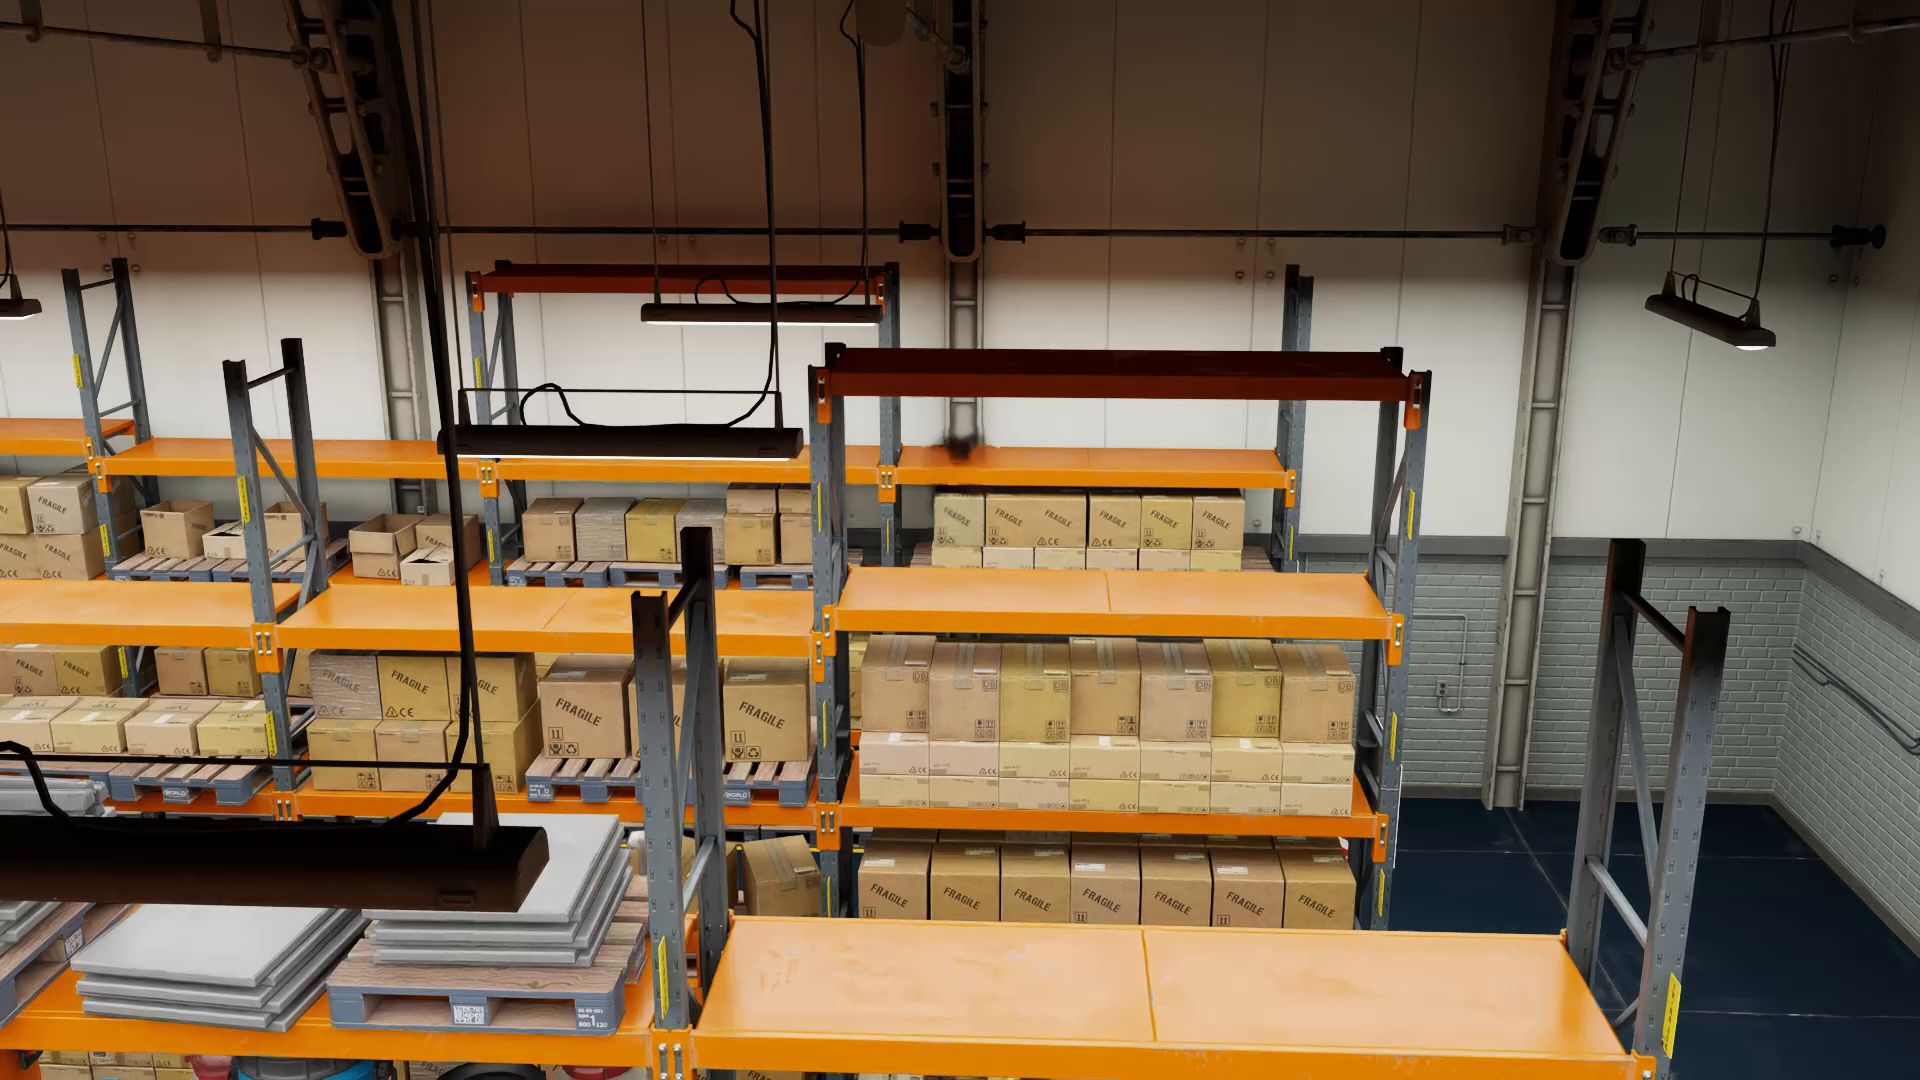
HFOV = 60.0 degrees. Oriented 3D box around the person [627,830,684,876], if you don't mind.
[{"bbox_3d":[-2.689,3.094,14.754,0.596,1.786,0.438,-4,17,-13],"label":"person"}]
